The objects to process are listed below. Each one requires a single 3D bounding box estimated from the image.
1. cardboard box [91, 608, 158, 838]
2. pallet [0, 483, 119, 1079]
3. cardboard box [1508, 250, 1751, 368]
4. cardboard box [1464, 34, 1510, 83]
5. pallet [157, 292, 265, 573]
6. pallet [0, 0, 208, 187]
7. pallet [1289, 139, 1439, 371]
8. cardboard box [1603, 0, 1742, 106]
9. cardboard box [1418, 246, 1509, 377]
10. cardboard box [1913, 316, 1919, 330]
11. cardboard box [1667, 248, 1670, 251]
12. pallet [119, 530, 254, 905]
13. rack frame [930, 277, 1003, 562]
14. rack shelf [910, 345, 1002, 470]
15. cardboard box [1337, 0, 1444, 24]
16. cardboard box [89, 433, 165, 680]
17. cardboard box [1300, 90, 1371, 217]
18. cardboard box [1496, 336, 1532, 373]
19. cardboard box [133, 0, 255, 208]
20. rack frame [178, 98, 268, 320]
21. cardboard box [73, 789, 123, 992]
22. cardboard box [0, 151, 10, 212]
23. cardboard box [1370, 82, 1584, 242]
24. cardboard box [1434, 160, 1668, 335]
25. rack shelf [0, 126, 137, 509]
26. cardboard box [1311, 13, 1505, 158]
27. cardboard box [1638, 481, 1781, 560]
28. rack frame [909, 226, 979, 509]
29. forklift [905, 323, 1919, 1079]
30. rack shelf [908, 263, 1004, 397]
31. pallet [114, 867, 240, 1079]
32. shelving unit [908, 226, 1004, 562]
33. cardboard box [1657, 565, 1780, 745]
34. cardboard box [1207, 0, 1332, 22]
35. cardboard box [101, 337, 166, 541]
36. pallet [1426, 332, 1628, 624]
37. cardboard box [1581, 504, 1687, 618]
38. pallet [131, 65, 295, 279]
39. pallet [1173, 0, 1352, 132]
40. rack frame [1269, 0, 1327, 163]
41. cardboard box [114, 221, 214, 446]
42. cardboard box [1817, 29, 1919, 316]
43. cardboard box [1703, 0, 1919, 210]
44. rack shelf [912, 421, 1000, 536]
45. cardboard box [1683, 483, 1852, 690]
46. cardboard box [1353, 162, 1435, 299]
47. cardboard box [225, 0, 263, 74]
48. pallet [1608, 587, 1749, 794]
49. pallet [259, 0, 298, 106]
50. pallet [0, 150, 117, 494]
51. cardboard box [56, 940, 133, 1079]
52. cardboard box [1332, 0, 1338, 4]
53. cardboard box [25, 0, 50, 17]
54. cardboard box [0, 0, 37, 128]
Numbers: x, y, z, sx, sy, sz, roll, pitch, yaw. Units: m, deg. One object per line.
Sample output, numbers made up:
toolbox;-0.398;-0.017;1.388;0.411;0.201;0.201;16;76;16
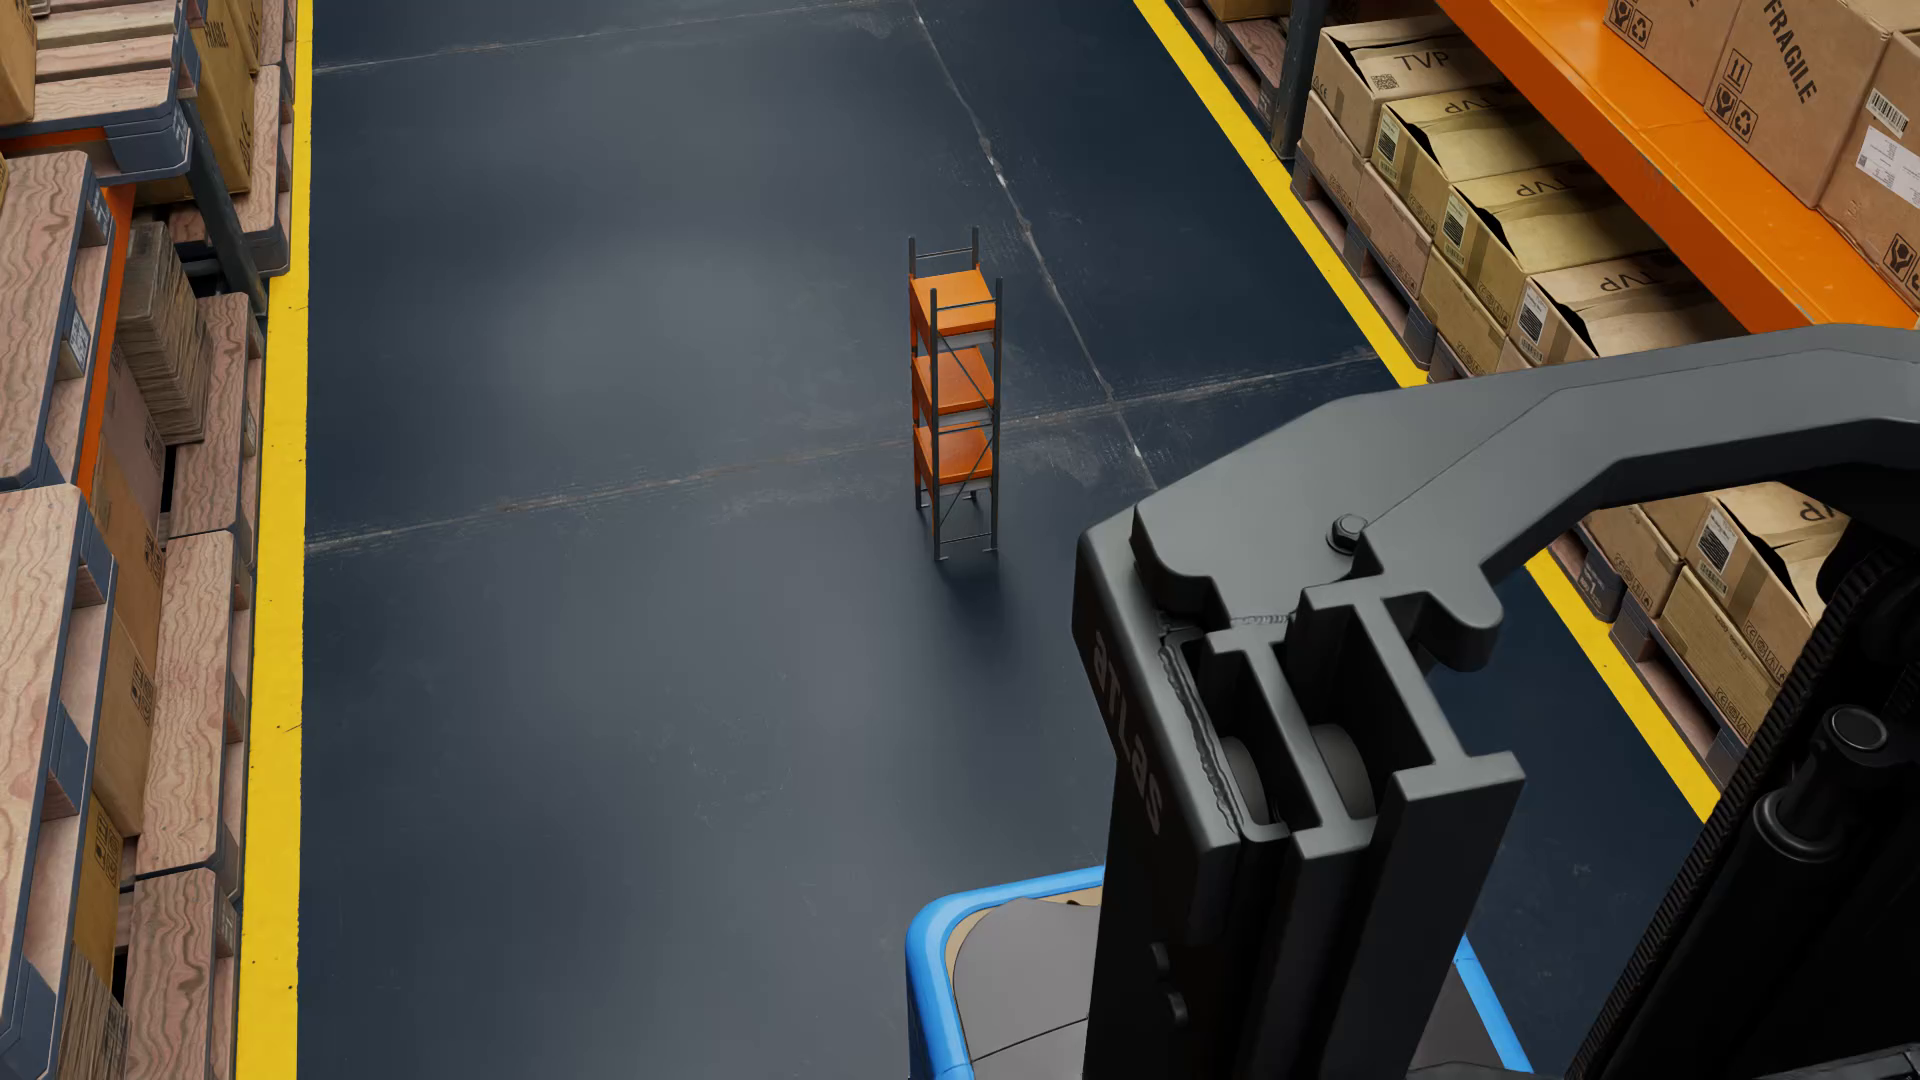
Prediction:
cardboard box;-2.470;0.462;4.139;0.700;0.500;0.500;-10;46;-10
pallet;-2.048;0.466;2.827;1.003;0.211;1.213;-11;47;-10
cardboard box;2.024;-0.614;4.990;0.500;0.311;0.500;-11;47;-11
cardboard box;2.143;-1.781;6.134;0.500;0.311;0.500;-10;46;-9
pallet;-2.818;-0.293;5.389;1.003;0.211;1.213;-11;47;-10
pallet;-2.732;-1.269;4.527;1.213;0.211;1.003;-11;47;-10
pallet;1.944;-1.165;6.244;1.003;0.211;1.213;-11;47;-10
cardboard box;2.216;-1.596;4.644;0.500;0.500;0.500;-13;47;-12
cardboard box;1.889;-0.781;5.547;0.500;0.250;0.500;-12;47;-11
cardboard box;2.392;-0.481;3.716;0.396;0.266;0.258;-12;47;-11
cardboard box;2.409;-1.074;5.441;0.500;0.311;0.500;-11;47;-11
pallet;-2.510;0.548;4.565;1.003;0.211;1.213;-11;47;-10
rack frame;0.018;-0.320;4.829;0.200;1.050;0.008;-11;47;-10
rack shelf;-0.014;-0.397;4.919;0.215;0.259;0.240;-11;47;-10
cardboard box;1.930;-2.362;6.907;0.500;0.500;0.500;-9;46;-9
cardboard box;-2.608;0.115;4.479;0.700;0.500;0.500;-11;47;-11
cardboard box;1.621;-1.486;6.237;0.500;0.250;0.500;-11;47;-10
cardboard box;2.020;-0.427;5.200;0.500;0.250;0.500;-10;46;-10
cardboard box;-3.078;-1.735;6.061;0.750;0.750;0.750;-11;47;-11
rack frame;-3.017;-1.808;4.922;1.000;3.000;0.127;-11;47;-10
cardboard box;-2.378;0.822;3.787;0.700;0.500;0.500;-12;47;-11
cardboard box;-2.547;-0.819;3.574;0.700;0.500;0.500;-11;47;-10
cardboard box;1.763;-1.321;5.683;0.500;0.311;0.500;-12;47;-11
cardboard box;1.892;-0.969;5.338;0.500;0.311;0.500;-12;47;-11
rack shelf;-2.505;-0.176;3.826;1.077;0.370;4.000;-11;47;-10
cardboard box;1.621;-1.682;6.037;0.500;0.311;0.500;-9;46;-9
cardboard box;2.149;-0.266;4.649;0.500;0.311;0.500;-11;47;-10
rack frame;-0.045;-0.489;4.994;0.200;1.050;0.008;-11;47;-10
forklift;0.705;1.354;1.871;1.130;2.935;3.031;-9;46;-9
rack shelf;-0.014;-0.596;4.716;0.215;0.259;0.240;-11;47;-10
pallet;-2.194;1.392;3.738;1.003;0.211;1.213;-11;47;-10
shelving unit;-0.014;-0.404;4.911;0.215;1.050;0.252;-11;47;-10
cardboard box;2.280;0.278;4.509;0.500;0.250;0.500;-11;47;-11
cardboard box;1.304;-2.599;7.139;0.500;0.500;0.500;-9;46;-9
cardboard box;-2.763;-0.223;4.810;0.700;0.500;0.500;-11;47;-10
pallet;2.252;-0.324;5.420;1.003;0.211;1.213;-11;47;-10
cardboard box;2.149;-0.076;4.855;0.500;0.250;0.500;-10;46;-9
pallet;-3.146;-1.390;6.465;1.003;0.211;1.213;-11;47;-10
pallet;1.616;-2.263;7.320;1.003;0.211;1.213;-11;47;-10
rack frame;1.771;-2.717;5.812;1.000;3.000;0.127;-11;47;-10
cardboard box;-2.782;-0.600;5.180;0.700;0.500;0.500;-10;46;-10
cardboard box;2.479;-0.887;3.949;0.500;0.500;0.500;-8;46;-7
cardboard box;2.351;-1.233;4.288;0.500;0.500;0.500;-11;47;-10
rack shelf;-0.014;-0.202;5.117;0.215;0.259;0.240;-11;47;-10
cardboard box;2.275;0.079;4.311;0.500;0.311;0.500;-10;46;-9
cardboard box;1.750;-1.139;5.897;0.500;0.250;0.500;-12;47;-11
cardboard box;-3.297;-2.341;6.655;0.750;0.750;0.750;-11;47;-11
pallet;2.568;0.519;4.593;1.003;0.211;1.213;-11;47;-10
pallet;-3.455;-2.231;7.289;1.003;0.211;1.213;-11;47;-10
pallet;-2.471;-0.382;3.658;1.003;0.211;1.213;-11;47;-10
cardboard box;-2.198;1.169;3.446;0.700;0.500;0.500;-9;46;-9
cardboard box;1.791;-2.723;7.260;0.500;0.500;0.500;-12;47;-12
cardboard box;-2.887;-1.675;4.413;0.700;0.500;0.500;-16;48;-15
cardboard box;-2.718;-1.294;4.040;0.700;0.500;0.500;-15;47;-14
